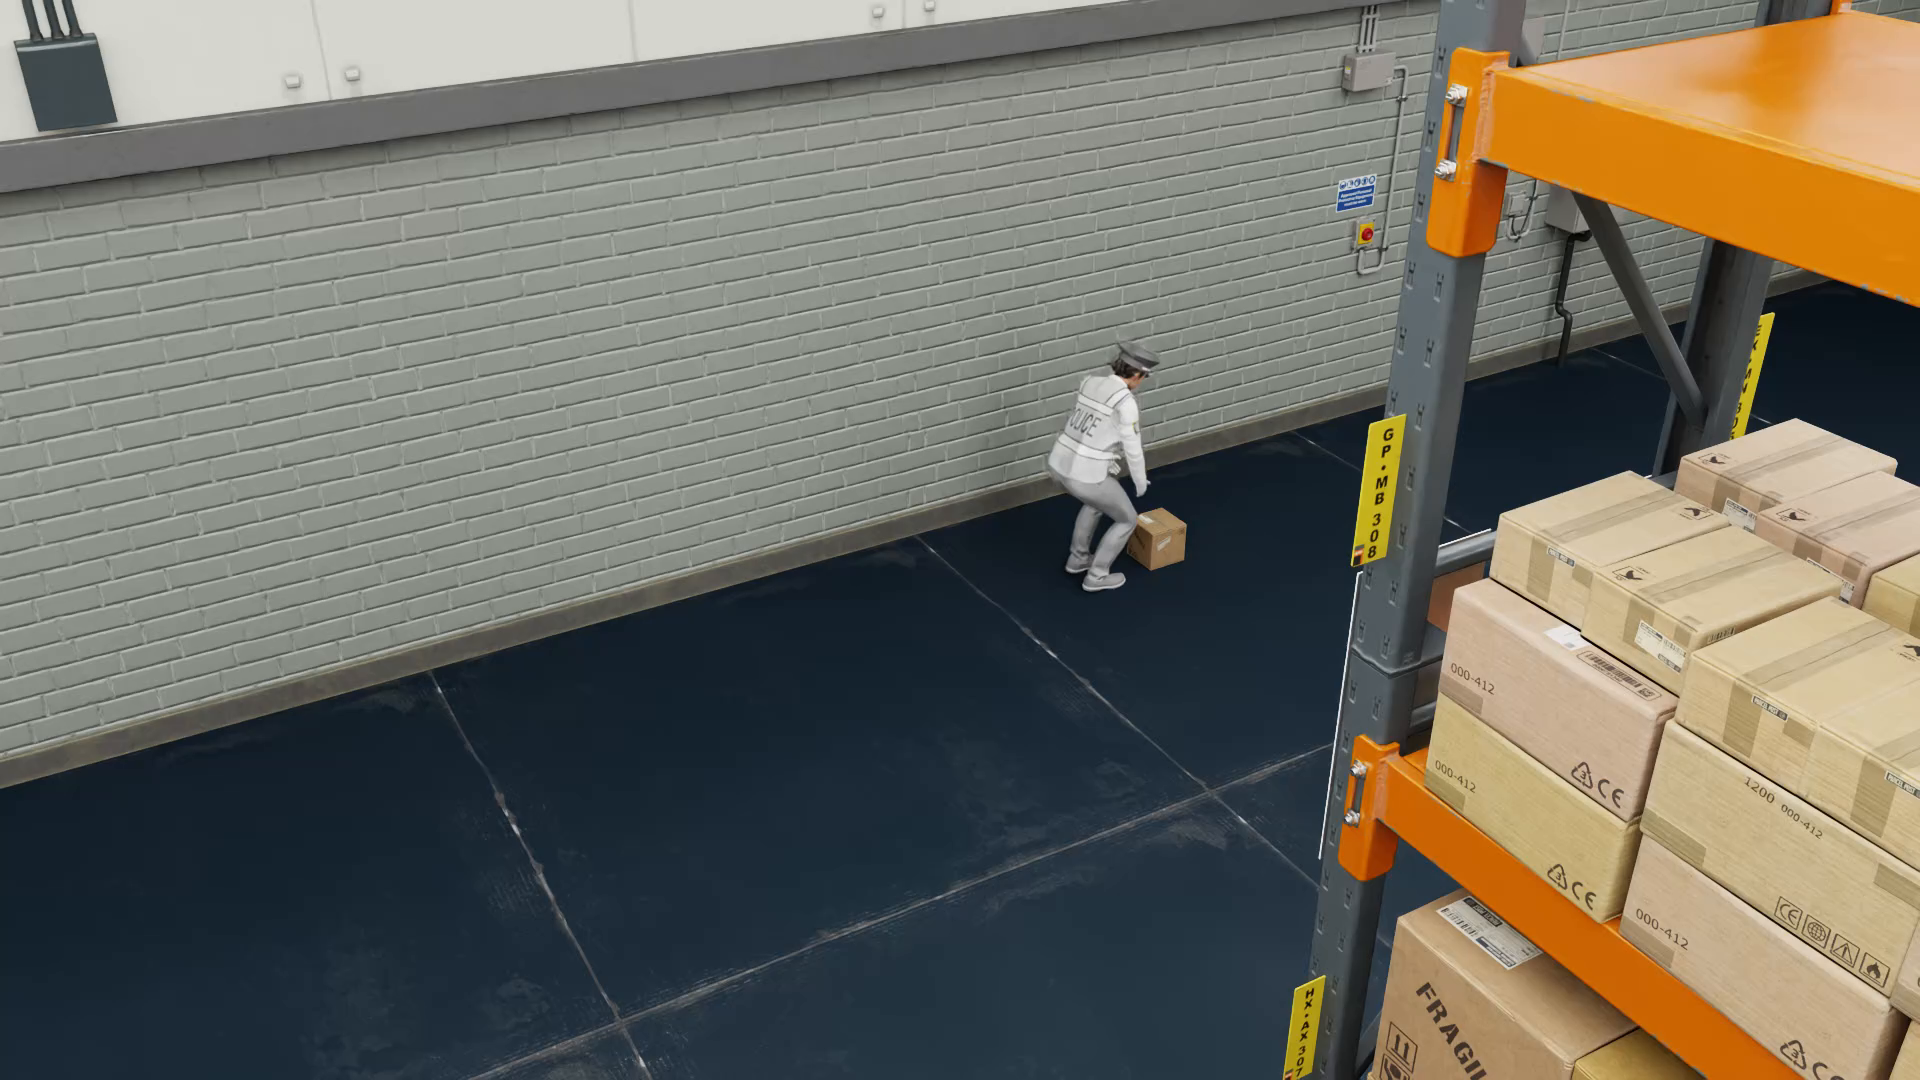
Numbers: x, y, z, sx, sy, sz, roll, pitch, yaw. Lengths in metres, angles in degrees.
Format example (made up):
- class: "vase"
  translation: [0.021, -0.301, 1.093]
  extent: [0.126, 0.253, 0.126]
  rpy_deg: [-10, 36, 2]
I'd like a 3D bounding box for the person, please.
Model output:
- class: "person"
  translation: [0.818, -0.426, 9.569]
  extent: [0.674, 1.429, 0.534]
  rpy_deg: [-16, 33, -26]
